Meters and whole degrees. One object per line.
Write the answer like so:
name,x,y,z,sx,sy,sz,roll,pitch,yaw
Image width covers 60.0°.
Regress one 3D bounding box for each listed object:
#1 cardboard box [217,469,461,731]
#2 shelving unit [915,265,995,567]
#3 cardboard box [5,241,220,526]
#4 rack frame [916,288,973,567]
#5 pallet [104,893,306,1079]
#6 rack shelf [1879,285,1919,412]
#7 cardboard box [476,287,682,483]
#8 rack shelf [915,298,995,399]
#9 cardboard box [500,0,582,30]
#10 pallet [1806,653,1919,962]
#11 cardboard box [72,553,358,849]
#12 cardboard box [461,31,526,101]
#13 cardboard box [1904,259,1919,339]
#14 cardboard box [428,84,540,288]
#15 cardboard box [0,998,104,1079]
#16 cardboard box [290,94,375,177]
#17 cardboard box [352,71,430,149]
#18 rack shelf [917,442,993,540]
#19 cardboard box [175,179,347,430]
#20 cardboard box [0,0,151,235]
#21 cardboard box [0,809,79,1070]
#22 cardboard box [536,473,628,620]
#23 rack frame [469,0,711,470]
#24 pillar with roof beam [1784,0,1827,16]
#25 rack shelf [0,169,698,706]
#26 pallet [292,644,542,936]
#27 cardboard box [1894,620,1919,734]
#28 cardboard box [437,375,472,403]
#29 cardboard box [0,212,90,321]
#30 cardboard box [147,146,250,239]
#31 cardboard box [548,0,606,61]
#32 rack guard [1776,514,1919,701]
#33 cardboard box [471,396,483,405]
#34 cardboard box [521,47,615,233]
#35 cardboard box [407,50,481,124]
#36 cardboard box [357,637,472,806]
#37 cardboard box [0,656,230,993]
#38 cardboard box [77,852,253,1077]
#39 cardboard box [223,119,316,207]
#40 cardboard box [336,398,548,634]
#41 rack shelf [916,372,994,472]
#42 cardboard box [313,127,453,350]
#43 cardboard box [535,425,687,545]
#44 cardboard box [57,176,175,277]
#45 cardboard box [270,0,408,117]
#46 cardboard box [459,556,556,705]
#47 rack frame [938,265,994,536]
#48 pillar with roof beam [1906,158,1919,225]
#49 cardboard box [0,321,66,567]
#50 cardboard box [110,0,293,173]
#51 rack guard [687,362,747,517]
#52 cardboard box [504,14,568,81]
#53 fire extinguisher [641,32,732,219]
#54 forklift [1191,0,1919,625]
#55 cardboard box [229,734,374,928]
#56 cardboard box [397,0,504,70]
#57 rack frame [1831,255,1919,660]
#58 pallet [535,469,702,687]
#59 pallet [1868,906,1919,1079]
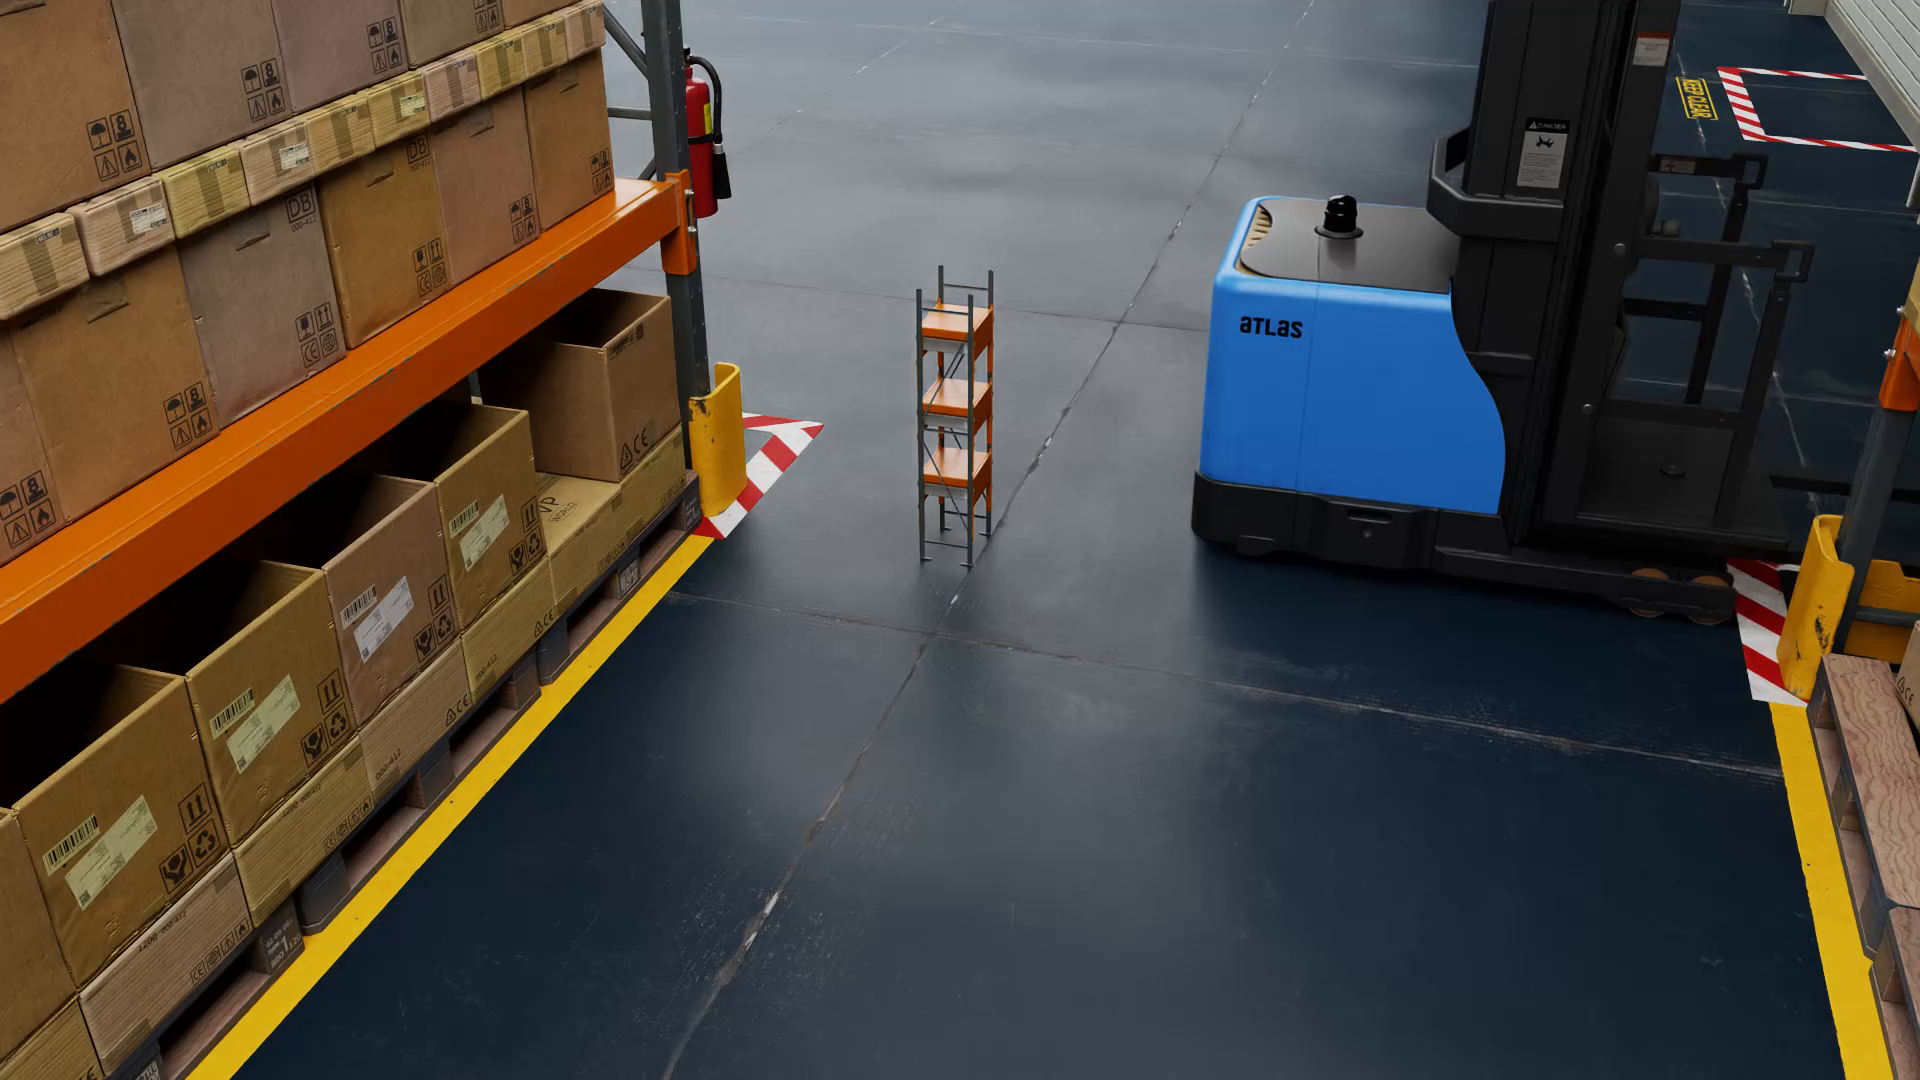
cardboard box,-1.750,0.139,4.539,0.500,0.500,0.500,8,30,15
shelving unit,-0.016,-0.434,5.950,0.215,1.050,0.252,8,30,15
cardboard box,-2.200,-0.412,3.803,0.700,0.500,0.500,9,30,16
rack frame,-0.052,-0.377,5.848,0.200,1.050,0.008,8,30,15
pallet,-2.350,1.172,3.926,1.003,0.211,1.213,8,30,15
rack shelf,2.700,0.407,3.172,1.077,0.370,4.000,8,30,15
cardboard box,-1.323,-0.560,5.796,0.500,0.500,0.500,8,30,15
rack shelf,-0.016,-0.673,5.817,0.215,0.259,0.240,8,30,15
cardboard box,-1.614,-1.913,5.165,0.700,0.500,0.500,9,30,15
pallet,2.992,0.790,4.613,1.003,0.211,1.213,8,30,15
cardboard box,-1.895,0.372,4.121,0.500,0.500,0.500,8,30,15
cardboard box,-1.530,-1.423,4.953,0.380,0.149,0.250,8,30,14
cardboard box,2.840,-0.598,4.374,0.500,0.250,0.500,8,30,13
cardboard box,-1.748,-1.126,5.085,0.700,0.500,0.500,9,30,16
cardboard box,-2.198,1.163,3.470,0.500,0.250,0.500,8,30,15
cardboard box,-1.758,-1.062,4.304,0.380,0.149,0.250,9,30,16
cardboard box,-1.683,-1.185,4.524,0.380,0.149,0.250,9,30,16
rack shelf,-0.016,-0.182,6.090,0.215,0.259,0.240,8,30,15
cardboard box,-2.051,-0.650,4.231,0.700,0.500,0.500,9,30,16
cardboard box,-2.205,-0.968,3.468,0.700,0.500,0.500,8,30,15
cardboard box,-2.188,0.837,3.285,0.500,0.500,0.500,8,30,15
cardboard box,-1.460,0.002,5.558,0.500,0.250,0.500,8,30,15
rack frame,-1.450,-1.542,5.936,1.000,3.000,0.127,8,30,15
pillar with roof beam,3.315,-9.200,13.532,9.100,9.000,0.400,8,30,15
rack shelf,-2.037,-0.298,4.440,1.077,0.370,4.000,8,30,15
pallet,-1.994,0.603,4.948,1.003,0.211,1.213,8,30,15
cardboard box,2.998,0.455,4.660,0.500,0.311,0.500,5,30,9
cardboard box,-1.965,-0.401,5.511,0.500,0.500,0.500,8,30,15
cardboard box,-2.061,-0.582,3.441,0.380,0.149,0.250,7,30,13
cardboard box,-1.908,-0.828,3.882,0.380,0.149,0.250,8,30,14
cardboard box,-1.380,-1.664,5.386,0.380,0.149,0.250,8,30,14
rack guard,3.265,0.291,5.213,1.175,0.500,0.348,8,30,15
cardboard box,-1.820,-0.306,6.111,0.500,0.250,0.500,8,30,15
cardboard box,-1.599,-1.370,5.525,0.700,0.500,0.500,9,30,15
cardboard box,-1.606,-1.307,4.744,0.380,0.149,0.250,9,30,16
cardboard box,-1.753,0.467,4.722,0.500,0.250,0.500,8,30,15
cardboard box,-2.049,0.603,3.705,0.500,0.500,0.500,8,30,15
cardboard box,-2.046,0.931,3.887,0.500,0.250,0.500,8,30,15
cardboard box,-1.833,-0.943,4.089,0.380,0.149,0.250,8,30,14
cardboard box,-1.602,-0.093,4.956,0.500,0.500,0.500,8,30,15
rack shelf,-0.016,-0.425,5.955,0.215,0.259,0.240,8,30,15
cardboard box,-1.900,-0.896,4.672,0.700,0.500,0.500,9,30,15
cardboard box,-1.325,-0.232,5.978,0.500,0.250,0.500,8,30,15
cardboard box,-1.985,-0.707,3.665,0.380,0.149,0.250,8,30,13
cardboard box,-1.911,-1.433,4.303,0.700,0.500,0.500,9,30,15
cardboard box,-1.605,0.234,5.140,0.500,0.250,0.500,8,30,15
rack frame,0.020,-0.491,6.052,0.200,1.050,0.008,8,30,15
pillar with roof beam,1.554,-6.412,8.520,9.100,9.000,0.400,8,30,15
cardboard box,-2.351,-0.180,3.385,0.700,0.500,0.500,8,30,14
cardboard box,-2.058,-1.200,3.885,0.700,0.500,0.500,9,30,15
rack guard,-1.443,-0.461,6.564,1.175,0.500,0.348,8,30,15
cardboard box,-1.455,-1.542,5.167,0.380,0.149,0.250,9,30,16
fire extinguisher,-0.971,-1.497,5.934,0.296,0.674,0.183,8,30,15
forklift,2.434,-1.276,5.528,3.031,2.935,1.130,8,30,13
cardboard box,-1.894,0.700,4.303,0.500,0.250,0.500,8,30,15
cardboard box,-1.764,-1.667,4.725,0.700,0.500,0.500,8,30,14
rack frame,3.287,-0.837,4.668,1.000,3.000,0.127,8,30,15
pallet,-1.634,0.038,5.964,1.003,0.211,1.213,8,30,15
pallet,2.632,1.355,3.597,1.003,0.211,1.213,8,30,15
